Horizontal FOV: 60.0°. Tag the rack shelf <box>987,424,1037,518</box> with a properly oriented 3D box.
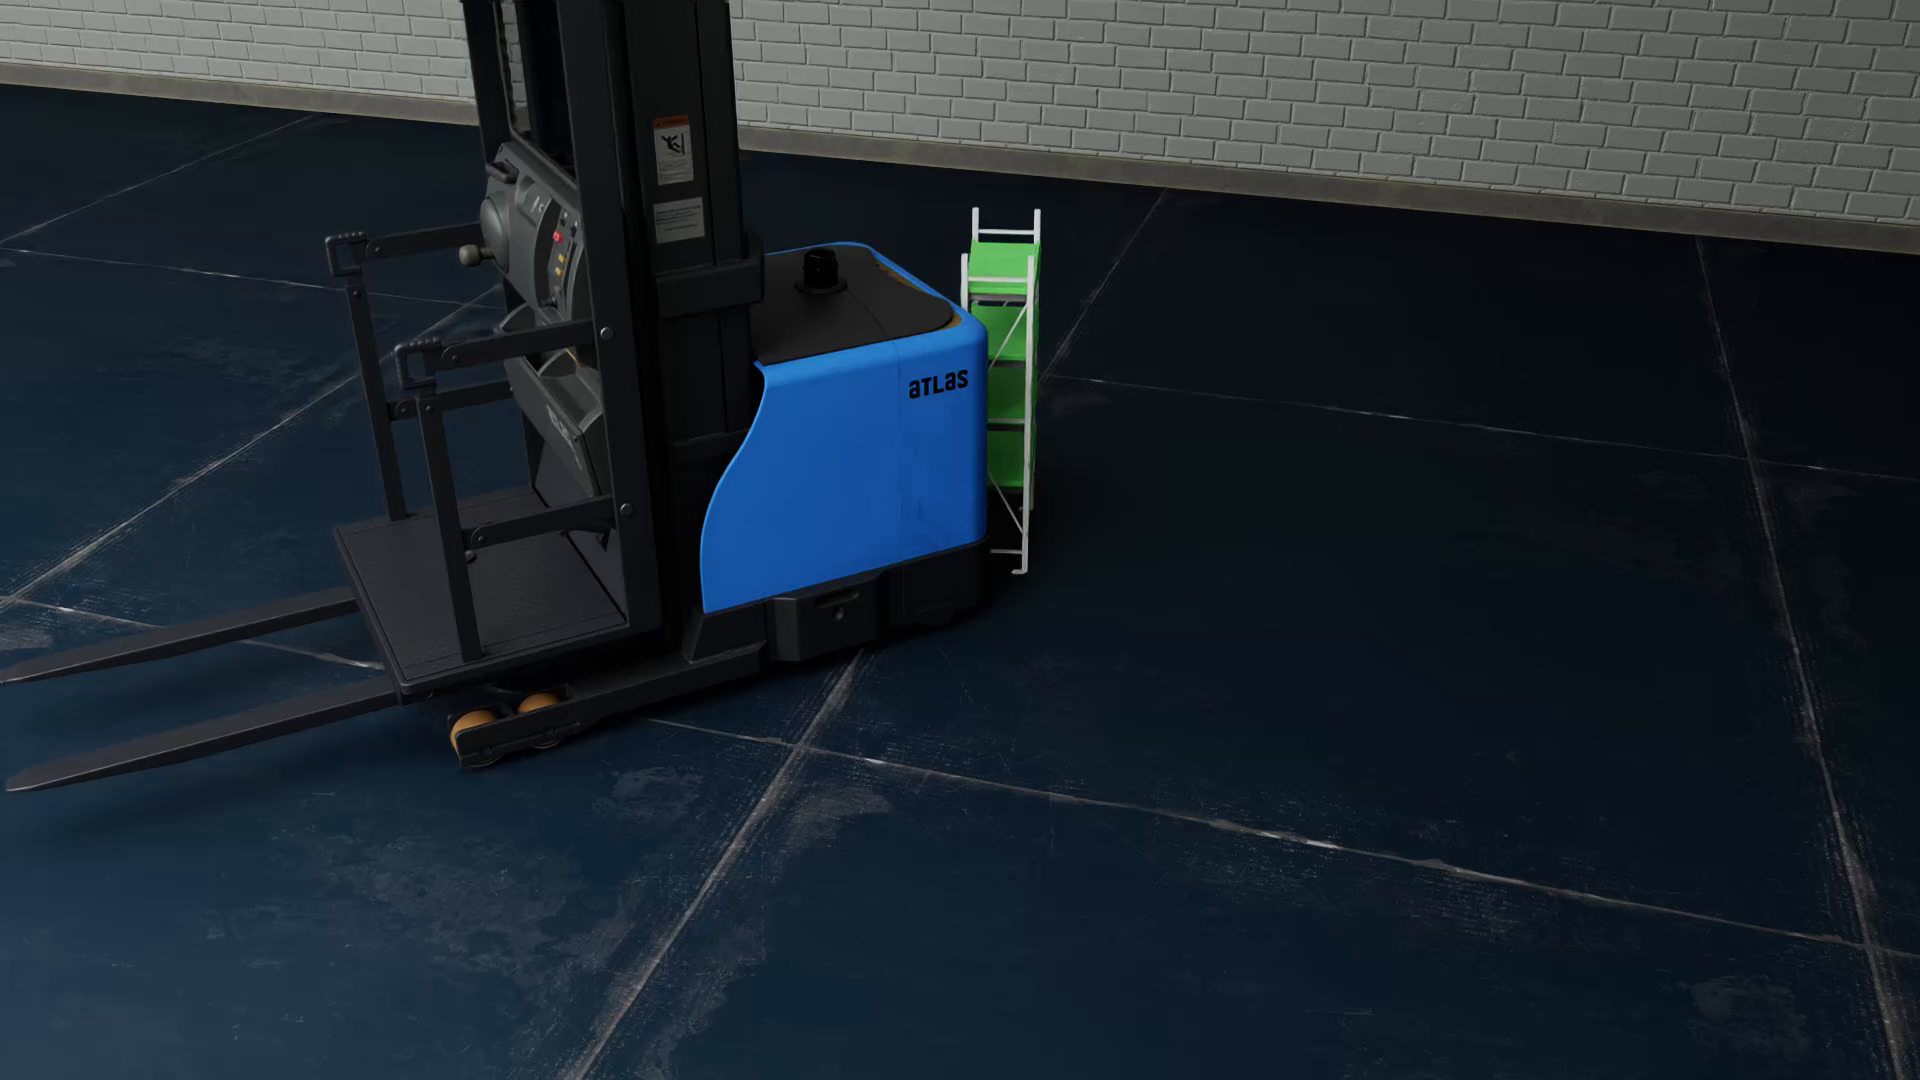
[{"bbox_3d":[0.145,-0.264,6.115,0.258,0.148,0.480,2,29,4],"label":"rack shelf"}]

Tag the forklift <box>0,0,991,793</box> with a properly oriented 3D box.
[{"bbox_3d":[-1.438,-0.890,4.836,3.031,2.935,1.130,-15,32,-25],"label":"forklift"}]

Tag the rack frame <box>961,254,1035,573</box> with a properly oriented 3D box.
[{"bbox_3d":[0.125,-0.411,5.755,0.240,1.200,0.015,2,29,4],"label":"rack frame"}]

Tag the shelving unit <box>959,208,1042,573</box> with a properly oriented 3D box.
[{"bbox_3d":[0.145,-0.530,5.968,0.258,1.200,0.503,2,29,4],"label":"shelving unit"}]

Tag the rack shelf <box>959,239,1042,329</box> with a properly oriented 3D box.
[{"bbox_3d":[0.145,-0.893,5.765,0.258,0.148,0.480,2,29,4],"label":"rack shelf"}]

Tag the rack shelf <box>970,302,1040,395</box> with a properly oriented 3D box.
[{"bbox_3d":[0.145,-0.683,5.882,0.258,0.148,0.480,2,29,4],"label":"rack shelf"}]

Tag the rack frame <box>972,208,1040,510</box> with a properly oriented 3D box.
[{"bbox_3d":[0.165,-0.648,6.180,0.240,1.200,0.015,2,29,4],"label":"rack frame"}]

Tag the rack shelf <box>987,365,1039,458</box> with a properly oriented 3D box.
[{"bbox_3d":[0.145,-0.474,5.999,0.258,0.148,0.480,2,29,4],"label":"rack shelf"}]
